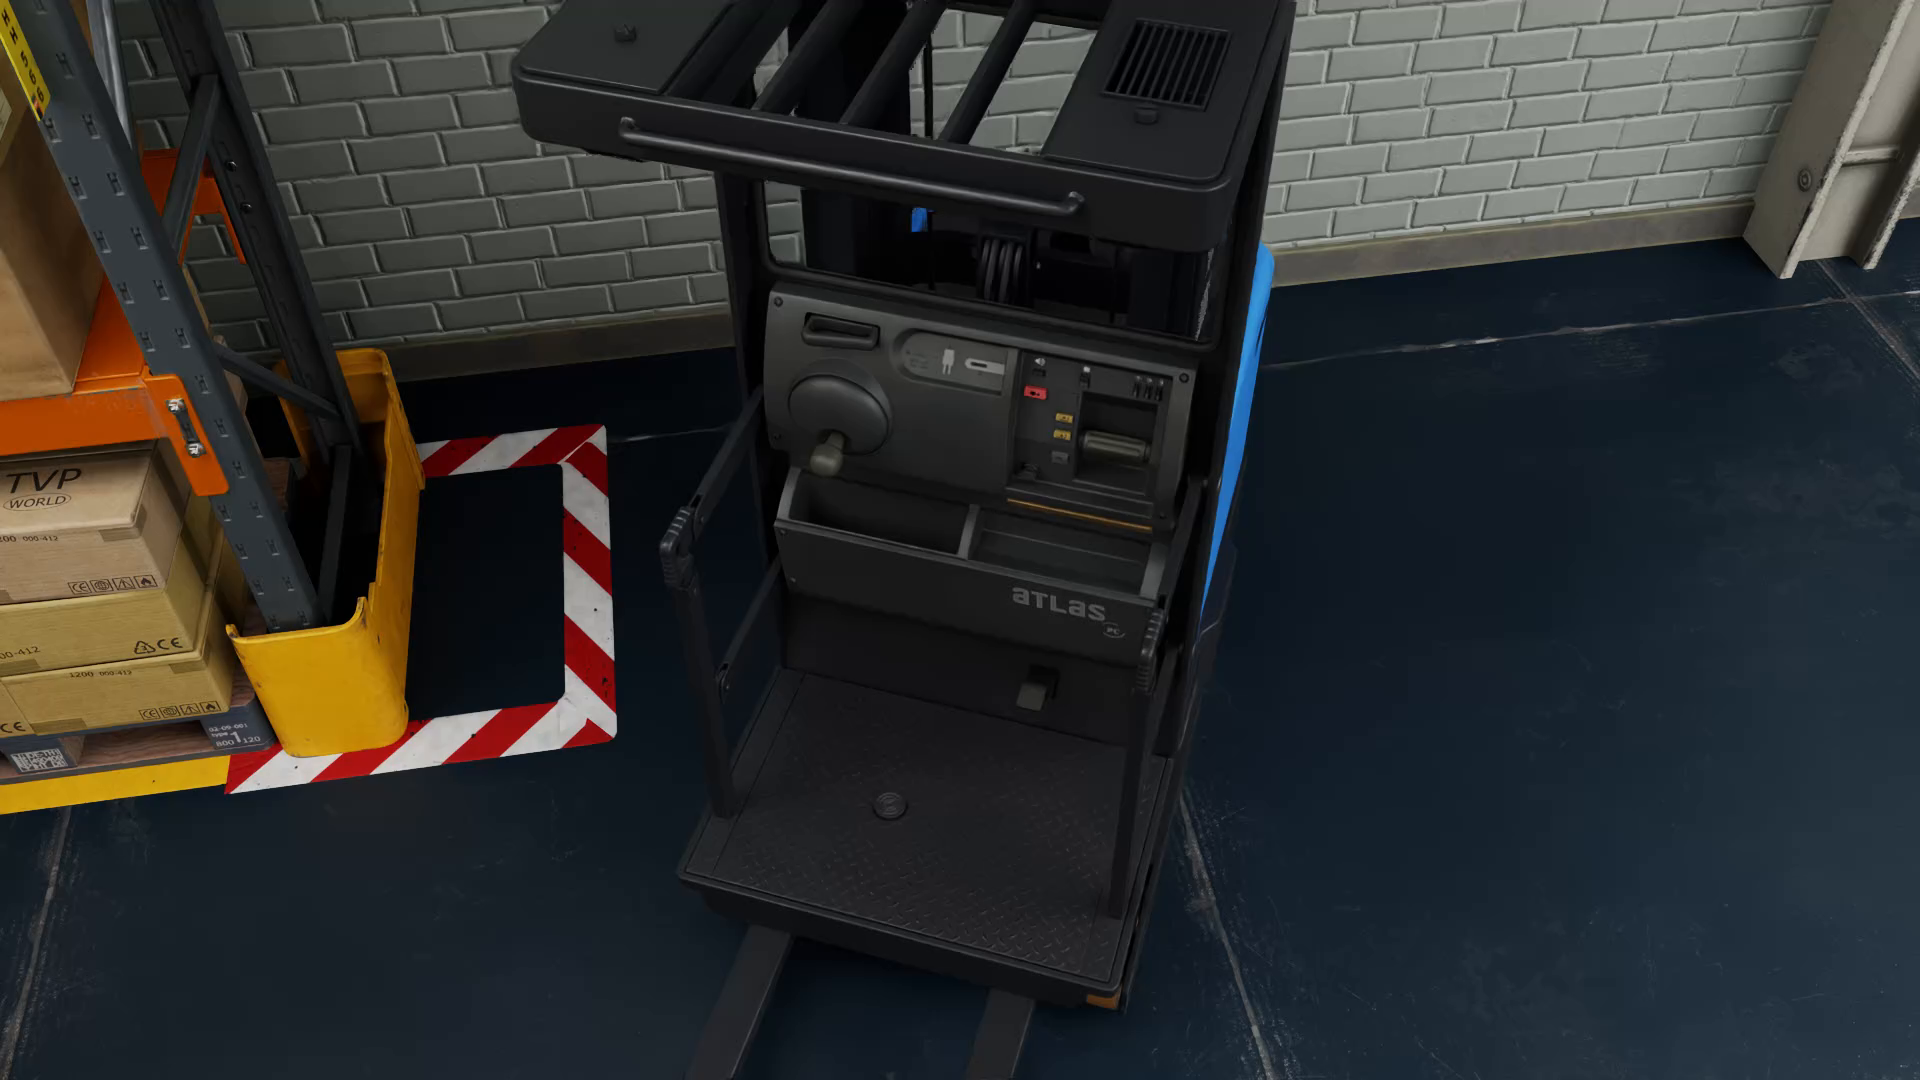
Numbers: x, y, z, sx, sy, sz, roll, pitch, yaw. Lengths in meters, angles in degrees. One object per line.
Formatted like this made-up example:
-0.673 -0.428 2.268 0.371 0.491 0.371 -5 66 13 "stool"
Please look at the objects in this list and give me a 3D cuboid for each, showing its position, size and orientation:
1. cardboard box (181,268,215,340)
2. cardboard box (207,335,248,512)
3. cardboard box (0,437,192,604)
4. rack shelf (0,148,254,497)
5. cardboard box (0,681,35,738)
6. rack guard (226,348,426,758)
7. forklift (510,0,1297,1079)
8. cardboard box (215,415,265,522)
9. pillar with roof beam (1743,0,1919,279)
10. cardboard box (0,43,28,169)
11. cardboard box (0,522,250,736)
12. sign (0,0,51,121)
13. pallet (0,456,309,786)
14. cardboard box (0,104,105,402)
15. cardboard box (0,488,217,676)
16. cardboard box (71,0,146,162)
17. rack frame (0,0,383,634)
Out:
-2.363 -0.469 4.542 0.500 0.250 0.500 -8 47 -7 "cardboard box"
-2.356 -0.310 4.736 0.500 0.250 0.500 -6 46 -6 "cardboard box"
-2.258 -0.116 4.202 0.500 0.250 0.500 -6 46 -5 "cardboard box"
-3.828 -0.360 4.013 4.000 0.370 1.077 -7 46 -7 "rack shelf"
-2.758 0.289 4.506 0.500 0.250 0.500 -7 46 -7 "cardboard box"
-1.834 0.009 4.894 0.348 0.500 1.175 -7 46 -7 "rack guard"
-0.031 -0.183 3.391 1.130 2.935 3.031 12 47 11 "forklift"
-2.375 -0.125 4.906 0.500 0.250 0.500 -7 46 -7 "cardboard box"
3.949 -1.173 0.131 0.400 9.000 9.100 -7 46 -7 "pillar with roof beam"
-2.151 -0.874 3.489 0.250 0.149 0.380 -6 46 -6 "cardboard box"
-2.267 0.235 4.558 0.500 0.250 0.500 -7 46 -7 "cardboard box"
-1.779 -0.952 3.116 0.005 0.325 0.100 -7 46 -7 "sign"
-2.604 0.236 4.876 1.213 0.211 1.003 -7 46 -7 "pallet"
-2.298 -0.643 3.717 0.500 0.500 0.500 -8 47 -8 "cardboard box"
-2.284 0.061 4.379 0.500 0.250 0.500 -8 47 -7 "cardboard box"
-2.393 -1.026 4.086 0.500 0.500 0.500 -6 46 -5 "cardboard box"
-1.858 -0.855 3.991 0.127 3.000 1.000 -7 46 -7 "rack frame"
